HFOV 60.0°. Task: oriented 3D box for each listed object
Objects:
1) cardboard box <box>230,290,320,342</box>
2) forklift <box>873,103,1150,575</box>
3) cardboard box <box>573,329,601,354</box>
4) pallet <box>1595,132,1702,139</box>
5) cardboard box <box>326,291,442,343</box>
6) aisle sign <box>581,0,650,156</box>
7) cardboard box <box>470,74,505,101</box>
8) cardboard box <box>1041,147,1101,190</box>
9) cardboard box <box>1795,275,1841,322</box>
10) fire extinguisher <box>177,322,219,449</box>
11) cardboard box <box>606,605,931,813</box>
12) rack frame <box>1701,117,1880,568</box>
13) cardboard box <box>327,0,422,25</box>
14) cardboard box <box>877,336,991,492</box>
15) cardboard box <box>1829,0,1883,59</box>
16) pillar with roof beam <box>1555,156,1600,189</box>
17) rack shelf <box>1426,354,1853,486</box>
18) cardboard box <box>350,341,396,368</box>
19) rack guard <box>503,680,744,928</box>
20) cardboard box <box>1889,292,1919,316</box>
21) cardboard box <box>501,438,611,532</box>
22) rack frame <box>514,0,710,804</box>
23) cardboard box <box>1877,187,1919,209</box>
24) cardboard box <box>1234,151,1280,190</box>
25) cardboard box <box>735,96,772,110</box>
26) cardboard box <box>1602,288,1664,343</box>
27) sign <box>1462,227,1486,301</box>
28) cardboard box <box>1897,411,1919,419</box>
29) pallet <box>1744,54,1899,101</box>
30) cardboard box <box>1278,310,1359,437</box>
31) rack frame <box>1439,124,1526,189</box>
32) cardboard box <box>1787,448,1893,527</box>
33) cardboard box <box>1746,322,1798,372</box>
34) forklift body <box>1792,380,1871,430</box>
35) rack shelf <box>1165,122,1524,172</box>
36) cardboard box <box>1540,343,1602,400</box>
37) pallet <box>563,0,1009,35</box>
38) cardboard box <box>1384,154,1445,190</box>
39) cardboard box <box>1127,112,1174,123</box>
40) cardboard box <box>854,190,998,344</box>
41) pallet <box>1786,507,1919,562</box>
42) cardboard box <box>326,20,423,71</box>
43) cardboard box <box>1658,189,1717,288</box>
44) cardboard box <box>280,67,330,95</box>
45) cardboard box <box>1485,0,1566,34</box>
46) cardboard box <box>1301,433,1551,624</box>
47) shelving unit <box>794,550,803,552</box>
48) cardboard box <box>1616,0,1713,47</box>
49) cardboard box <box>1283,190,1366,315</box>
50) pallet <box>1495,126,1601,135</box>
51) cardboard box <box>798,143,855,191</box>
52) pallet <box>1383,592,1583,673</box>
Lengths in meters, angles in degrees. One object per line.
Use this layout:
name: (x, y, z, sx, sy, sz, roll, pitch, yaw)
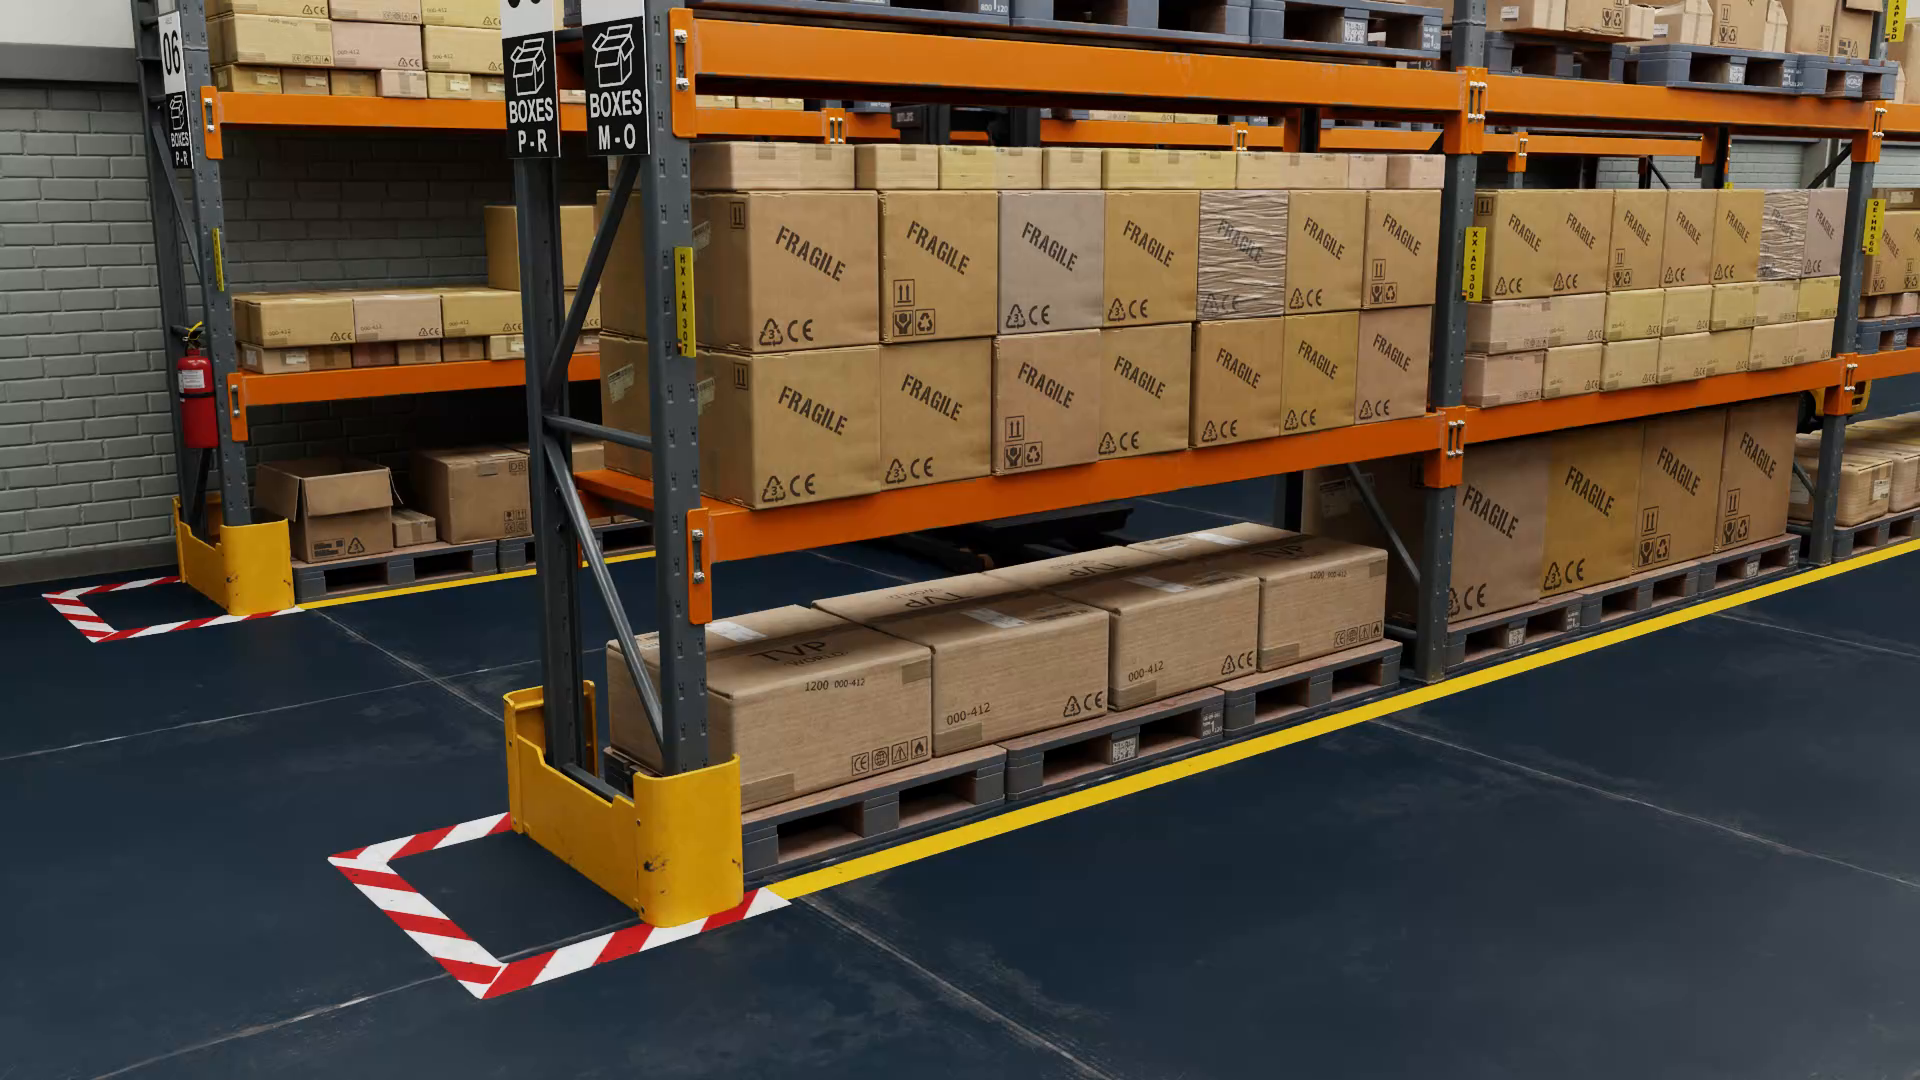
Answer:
cardboard box: (-4.080, -1.324, 9.787, 0.500, 0.250, 0.500, -9, 15, -36)
forklift: (0.374, -1.302, 10.202, 1.130, 2.935, 3.031, -9, 15, -35)
cardboard box: (-2.457, -1.266, 10.472, 0.250, 0.149, 0.380, -9, 15, -38)
pallet: (7.653, -4.562, 18.381, 1.213, 0.211, 1.003, -9, 15, -38)
cardboard box: (-3.357, -1.302, 9.683, 0.500, 0.250, 0.500, -9, 15, -37)
aisle sign: (-1.044, -1.560, 4.994, 0.004, 0.787, 0.394, -9, 15, -38)
cardboard box: (-2.866, -2.659, 9.812, 0.250, 0.149, 0.380, -10, 15, -38)
cardboard box: (0.303, -1.367, 6.135, 0.250, 0.149, 0.380, -9, 15, -37)
cardboard box: (4.858, -1.450, 9.892, 0.500, 0.250, 0.500, -10, 15, -38)
fire extinguisher: (-4.099, -0.835, 8.923, 0.183, 0.674, 0.296, -9, 15, -38)
cardboard box: (-0.716, 0.602, 6.232, 0.875, 0.438, 0.875, -10, 16, -40)
rack frame: (5.078, -1.383, 10.418, 0.127, 3.000, 1.000, -9, 15, -38)
cardboard box: (-3.361, -3.013, 9.316, 0.500, 0.250, 0.500, -10, 15, -38)
cardboard box: (-0.237, -0.479, 5.924, 0.500, 0.500, 0.500, -10, 15, -38)
cardboard box: (4.878, -3.032, 9.707, 0.637, 0.503, 0.797, -11, 16, -41)
pillar with roof beam: (9.803, -5.517, 15.448, 0.400, 9.000, 9.100, -9, 15, -38)
rack shelf: (3.516, -0.771, 9.271, 4.000, 0.370, 1.077, -9, 15, -38)
cardboard box: (-3.492, -1.105, 9.714, 0.250, 0.149, 0.380, -10, 15, -38)
rack guard: (-1.188, 0.881, 5.775, 0.348, 0.500, 1.175, -9, 15, -38)
cardboard box: (5.932, -1.536, 10.737, 0.250, 0.149, 0.380, -11, 16, -41)
cardboard box: (-2.569, -0.353, 10.576, 0.500, 0.500, 0.500, -9, 15, -37)
rack frame: (-1.169, -0.345, 5.530, 0.127, 3.000, 1.000, -9, 15, -38)
cardboard box: (6.829, -2.457, 11.951, 0.250, 0.149, 0.380, -8, 15, -35)
cardboard box: (1.079, -1.506, 6.789, 0.250, 0.149, 0.380, -10, 15, -38)
cardboard box: (-1.439, -2.887, 10.885, 0.250, 0.149, 0.380, -9, 15, -38)
cardboard box: (3.274, -1.179, 8.619, 0.500, 0.250, 0.500, -9, 15, -37)
sign: (2.302, -1.236, 7.453, 0.005, 0.325, 0.100, -9, 15, -38)
cardboard box: (7.793, -0.753, 12.770, 0.625, 0.372, 0.950, -9, 15, -37)
pallet: (4.608, -2.665, 9.692, 1.003, 0.211, 1.213, -9, 15, -35)
cardboard box: (1.354, -0.743, 7.166, 0.500, 0.500, 0.500, -10, 16, -39)
rack frame: (5.097, -2.706, 16.652, 0.127, 3.000, 1.000, -9, 15, -38)
cardboard box: (5.525, -0.374, 10.985, 0.625, 0.372, 0.950, -11, 16, -41)
cardboard box: (4.456, -1.133, 9.602, 0.500, 0.250, 0.500, -9, 15, -37)
forklift body: (7.880, -2.268, 16.632, 1.214, 2.155, 2.313, -9, 15, -38)
rack shelf: (3.536, -3.562, 15.193, 4.000, 0.370, 1.077, -9, 15, -38)
cardboard box: (2.866, -0.872, 8.374, 0.500, 0.250, 0.500, -10, 16, -39)
pallet: (-0.596, -1.866, 5.689, 1.213, 0.211, 1.003, -9, 15, -38)
cardboard box: (1.913, -1.627, 7.361, 0.250, 0.149, 0.380, -10, 15, -39)
cardboard box: (1.333, -3.410, 13.105, 0.500, 0.250, 0.500, -9, 15, -37)
cardboard box: (-0.217, -0.967, 5.812, 0.500, 0.500, 0.500, -10, 16, -39)
pallet: (5.689, -0.120, 11.184, 1.213, 0.211, 1.003, -9, 15, -38)
cardboard box: (-3.372, -2.771, 9.381, 0.500, 0.250, 0.500, -9, 15, -37)
cardboard box: (3.650, -1.615, 8.866, 0.500, 0.500, 0.500, -10, 15, -39)
cardboard box: (-3.690, -2.535, 9.231, 0.250, 0.149, 0.380, -9, 15, -37)
cardboard box: (2.564, -2.479, 7.671, 0.258, 0.266, 0.396, -10, 15, -38)
cardboard box: (2.388, -0.123, 8.591, 0.875, 0.875, 0.875, -9, 15, -36)
shelving unit: (-1.140, -0.560, 10.878, 0.258, 1.200, 0.503, 0, 12, -1)
cardboard box: (3.600, -2.651, 8.482, 0.258, 0.266, 0.396, -8, 14, -33)
cardboard box: (1.357, -1.231, 7.057, 0.500, 0.500, 0.500, -10, 15, -38)
pallet: (5.747, -4.245, 16.890, 1.213, 0.211, 1.003, -9, 15, -38)
cardboard box: (-0.559, -1.247, 5.568, 0.250, 0.149, 0.380, -9, 15, -36)
pallet: (2.510, 0.388, 8.793, 1.213, 0.211, 1.003, -9, 15, -38)
